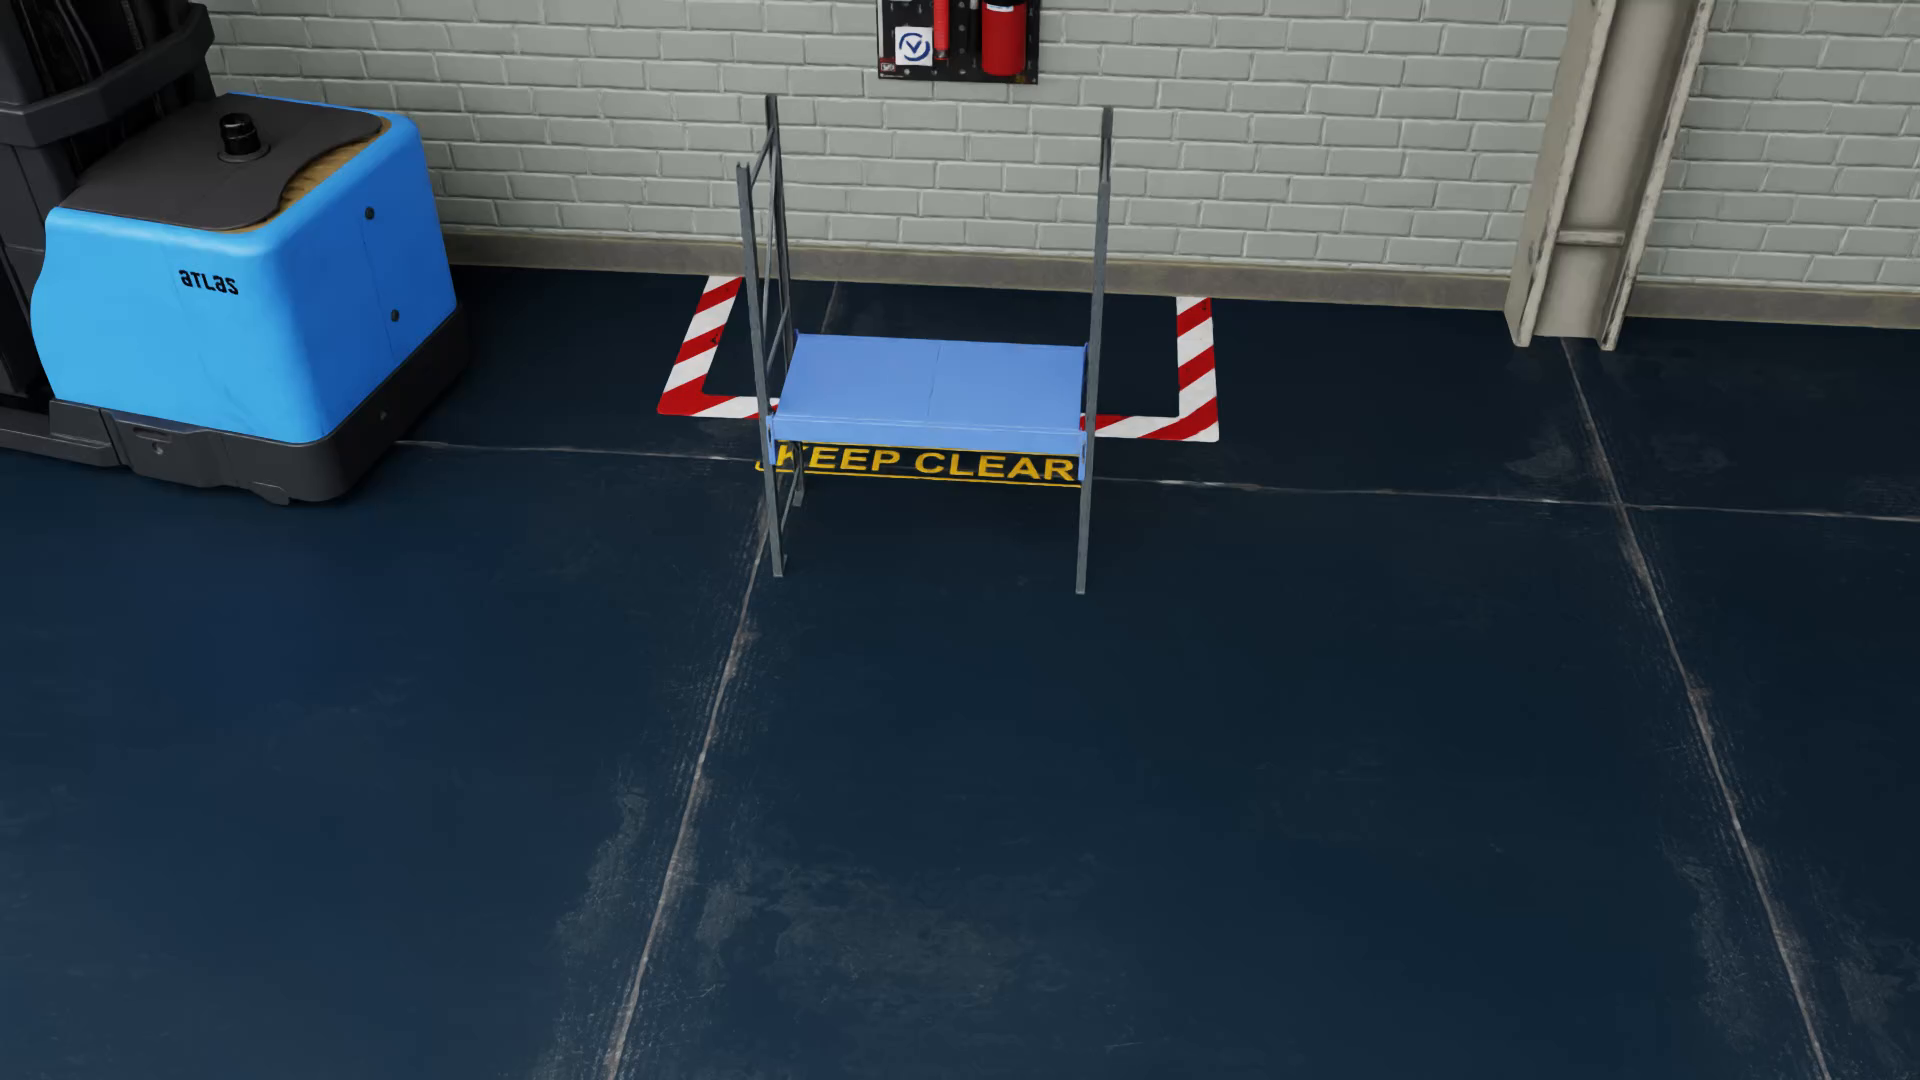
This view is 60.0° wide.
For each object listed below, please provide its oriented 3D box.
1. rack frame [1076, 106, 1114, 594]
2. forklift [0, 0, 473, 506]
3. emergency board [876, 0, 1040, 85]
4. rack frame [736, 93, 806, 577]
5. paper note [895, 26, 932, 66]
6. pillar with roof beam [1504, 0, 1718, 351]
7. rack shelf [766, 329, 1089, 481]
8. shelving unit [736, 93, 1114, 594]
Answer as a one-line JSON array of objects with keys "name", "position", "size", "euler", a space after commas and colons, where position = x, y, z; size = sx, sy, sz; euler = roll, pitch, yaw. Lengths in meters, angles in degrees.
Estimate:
[{"name": "rack frame", "position": [0.421, -0.559, 5.248], "size": [0.032, 1.500, 0.500], "euler": [3, 39, 4]}, {"name": "forklift", "position": [-3.482, -1.786, 5.622], "size": [3.031, 2.935, 1.130], "euler": [11, 40, 13]}, {"name": "emergency board", "position": [-0.008, -2.191, 6.066], "size": [0.643, 1.169, 0.194], "euler": [3, 39, 4]}, {"name": "rack frame", "position": [-0.591, -0.614, 5.316], "size": [0.032, 1.500, 0.500], "euler": [3, 39, 4]}, {"name": "paper note", "position": [-0.178, -1.903, 6.409], "size": [0.142, 0.148, 0.016], "euler": [3, 39, 4]}, {"name": "pillar with roof beam", "position": [2.080, -1.652, 0.651], "size": [0.400, 9.000, 9.100], "euler": [3, 39, 4]}, {"name": "rack shelf", "position": [-0.085, -0.447, 5.396], "size": [1.000, 0.185, 0.538], "euler": [3, 39, 4]}, {"name": "shelving unit", "position": [-0.085, -0.586, 5.282], "size": [1.048, 1.500, 0.538], "euler": [3, 39, 4]}]
